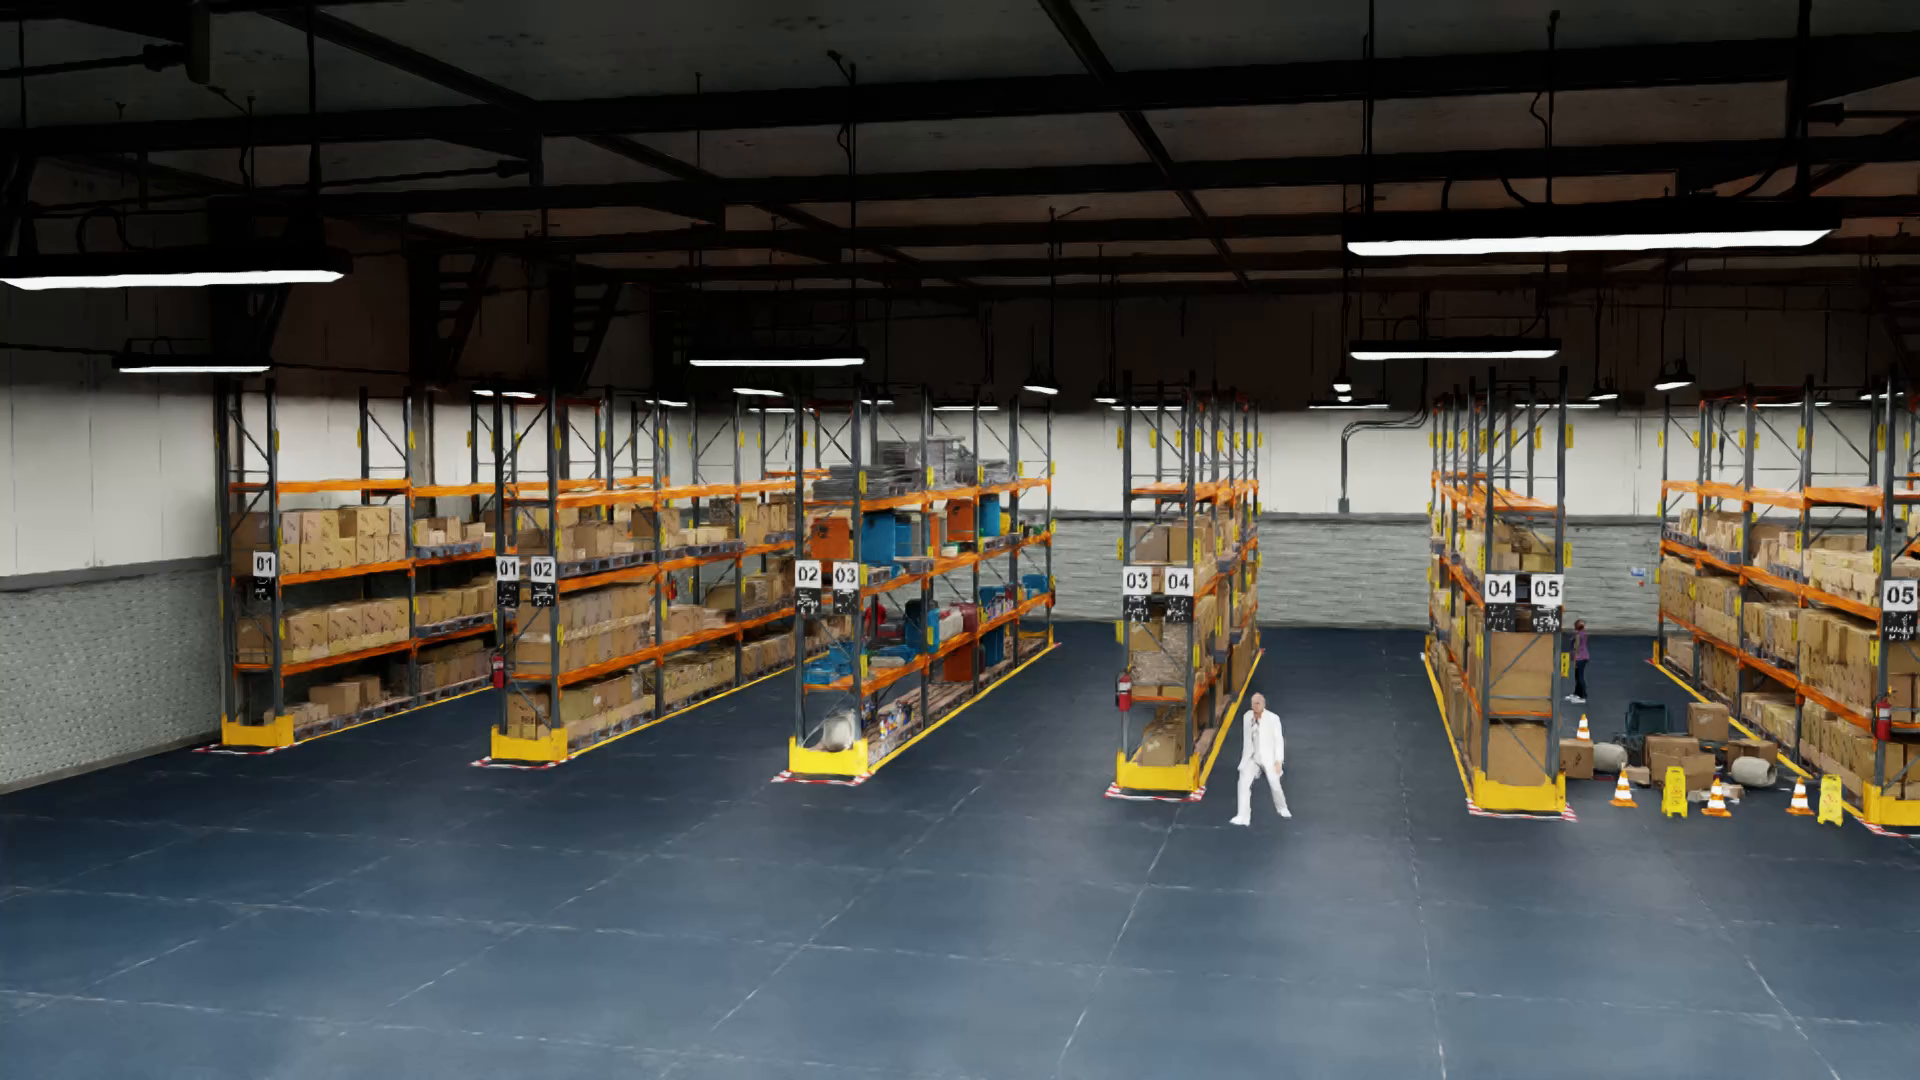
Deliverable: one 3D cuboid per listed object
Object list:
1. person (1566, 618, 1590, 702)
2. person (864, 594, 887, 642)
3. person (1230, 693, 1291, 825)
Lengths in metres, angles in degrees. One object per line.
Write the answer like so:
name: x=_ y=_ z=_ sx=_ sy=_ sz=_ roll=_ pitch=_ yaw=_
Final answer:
person: x=11.792 y=2.288 z=31.739 sx=0.454 sy=1.599 sz=0.467 roll=3 pitch=5 yaw=43
person: x=-1.840 y=1.989 z=35.624 sx=0.589 sy=1.721 sz=0.668 roll=3 pitch=4 yaw=38
person: x=3.947 y=2.840 z=21.732 sx=0.630 sy=1.722 sz=1.044 roll=2 pitch=4 yaw=33
